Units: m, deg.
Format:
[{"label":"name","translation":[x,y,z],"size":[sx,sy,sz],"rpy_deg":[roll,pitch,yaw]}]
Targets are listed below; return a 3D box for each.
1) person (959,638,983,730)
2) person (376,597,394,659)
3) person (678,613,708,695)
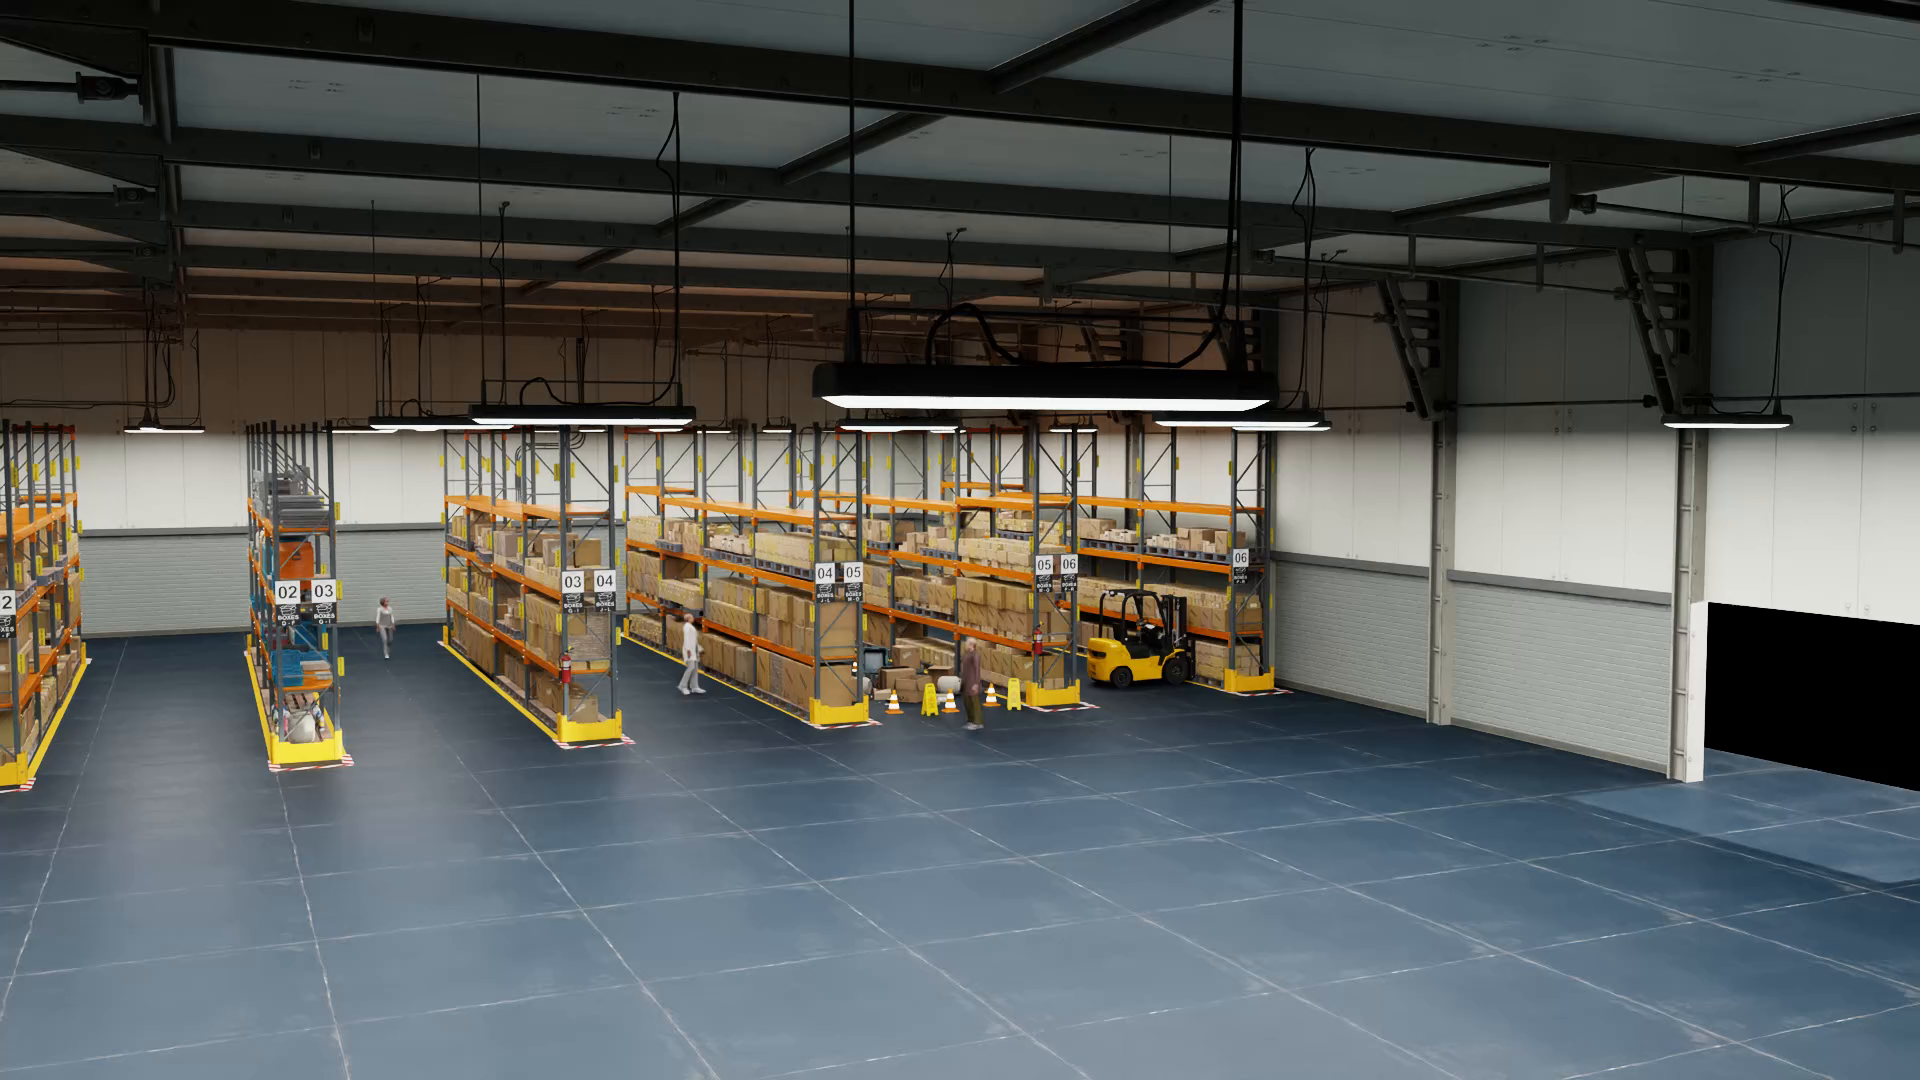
[{"label":"person","translation":[0.224,2.813,32.447],"size":[0.401,1.824,0.699],"rpy_deg":[-1,4,-22]},{"label":"person","translation":[-14.808,2.251,42.831],"size":[0.446,1.560,0.703],"rpy_deg":[-2,4,-30]},{"label":"person","translation":[-5.961,2.632,37.052],"size":[0.527,1.579,0.723],"rpy_deg":[1,4,12]}]
